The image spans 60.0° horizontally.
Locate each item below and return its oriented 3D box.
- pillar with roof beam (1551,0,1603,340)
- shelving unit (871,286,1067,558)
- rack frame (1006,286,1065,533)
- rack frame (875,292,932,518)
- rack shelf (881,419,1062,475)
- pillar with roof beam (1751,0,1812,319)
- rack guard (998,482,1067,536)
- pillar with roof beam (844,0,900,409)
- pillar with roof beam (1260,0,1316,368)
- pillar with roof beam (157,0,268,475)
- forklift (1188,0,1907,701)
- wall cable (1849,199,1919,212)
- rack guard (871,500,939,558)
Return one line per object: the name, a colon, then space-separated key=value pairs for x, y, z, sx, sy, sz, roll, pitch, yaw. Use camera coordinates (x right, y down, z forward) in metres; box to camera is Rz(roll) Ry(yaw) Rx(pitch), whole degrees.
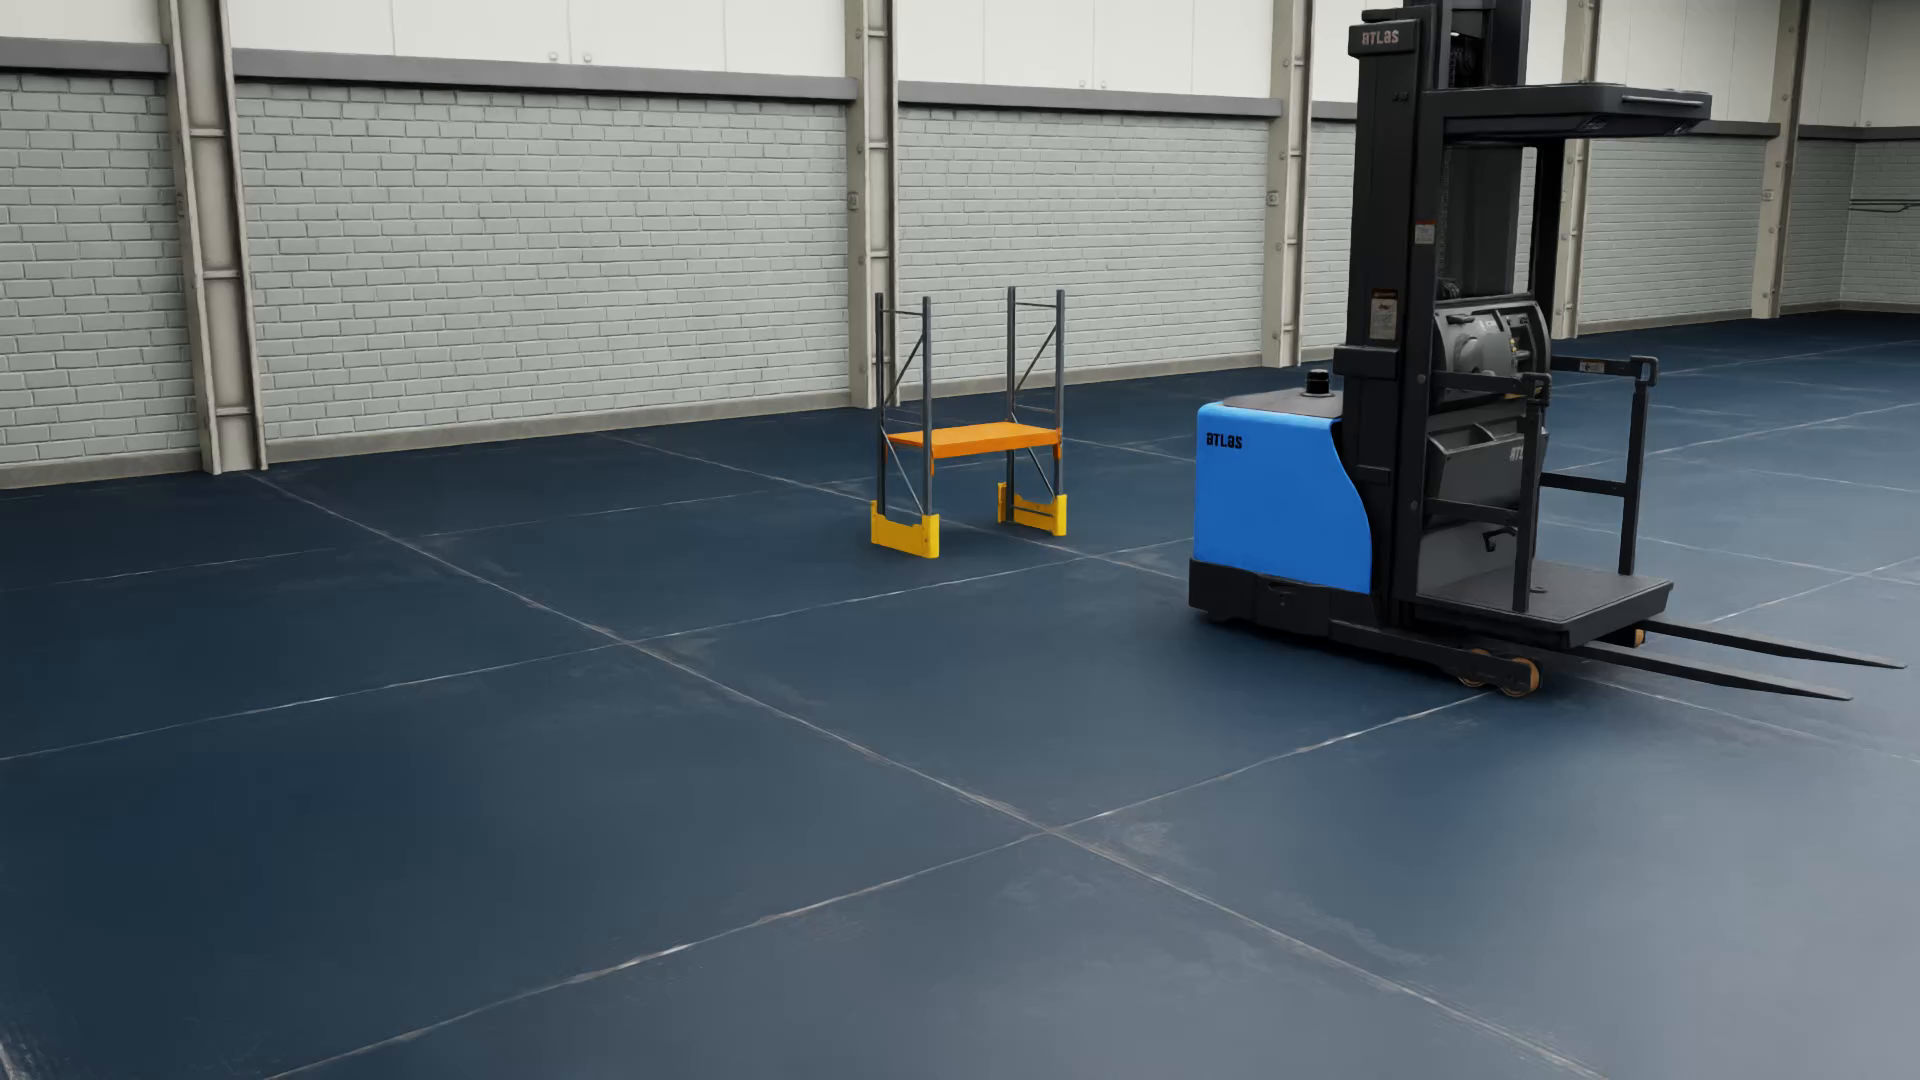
pillar with roof beam: x=11.225 y=-6.578 z=19.441 sx=0.400 sy=9.000 sz=9.100 roll=-9 pitch=15 yaw=-38
shelving unit: x=0.060 y=-0.744 z=10.020 sx=1.083 sy=1.500 sz=0.587 roll=-9 pitch=15 yaw=-38
rack frame: x=0.464 y=-0.811 z=10.336 sx=0.032 sy=1.500 sz=0.500 roll=-9 pitch=15 yaw=-38
rack frame: x=-0.330 y=-0.679 z=9.714 sx=0.032 sy=1.500 sz=0.500 roll=-9 pitch=15 yaw=-38
rack shelf: x=0.067 y=-0.569 z=10.062 sx=1.000 sy=0.185 sz=0.538 roll=-9 pitch=15 yaw=-38
pillar with roof beam: x=15.910 y=-7.356 z=23.108 sx=0.400 sy=9.000 sz=9.100 roll=-9 pitch=15 yaw=-38
rack guard: x=0.448 y=-0.197 z=10.454 sx=0.087 sy=0.250 sz=0.587 roll=-9 pitch=15 yaw=-38
pillar with roof beam: x=1.855 y=-5.021 z=12.108 sx=0.400 sy=9.000 sz=9.100 roll=-9 pitch=15 yaw=-38
pillar with roof beam: x=6.540 y=-5.799 z=15.775 sx=0.400 sy=9.000 sz=9.100 roll=-9 pitch=15 yaw=-38
pillar with roof beam: x=-2.830 y=-4.242 z=8.442 sx=0.400 sy=9.000 sz=9.100 roll=-9 pitch=15 yaw=-38
forklift: x=2.521 y=-0.891 z=7.269 sx=1.130 sy=2.935 sz=3.031 roll=-11 pitch=16 yaw=-43
wall cable: x=16.347 y=-6.703 z=27.509 sx=0.112 sy=2.526 sz=3.097 roll=-9 pitch=15 yaw=-38
rack guard: x=-0.329 y=-0.068 z=9.845 sx=0.087 sy=0.250 sz=0.587 roll=-9 pitch=15 yaw=-38
